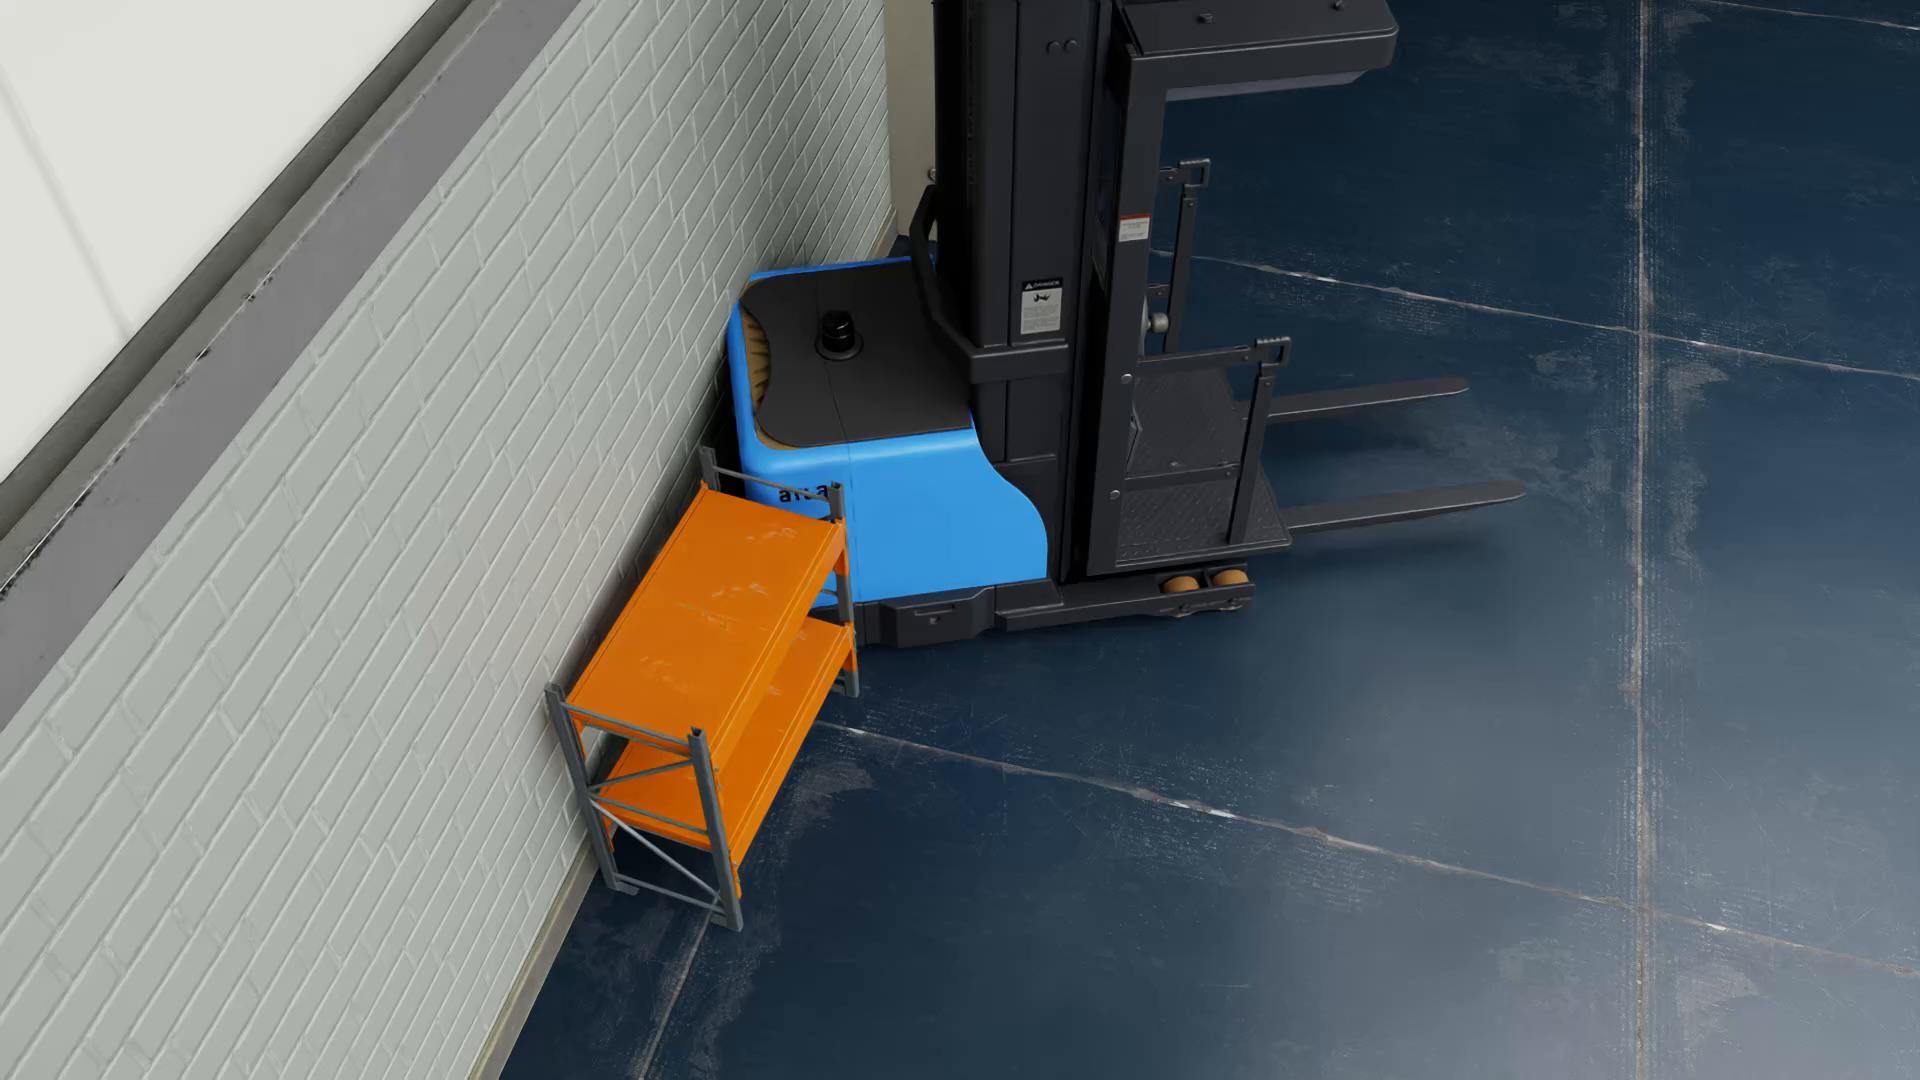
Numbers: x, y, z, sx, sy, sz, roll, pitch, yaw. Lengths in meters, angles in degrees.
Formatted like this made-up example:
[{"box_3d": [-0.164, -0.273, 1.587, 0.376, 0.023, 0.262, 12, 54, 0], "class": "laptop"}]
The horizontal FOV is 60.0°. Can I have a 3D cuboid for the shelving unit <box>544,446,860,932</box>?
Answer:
[{"box_3d": [-0.786, 0.497, 5.480, 0.538, 1.125, 1.048, 15, 50, 13], "class": "shelving unit"}]

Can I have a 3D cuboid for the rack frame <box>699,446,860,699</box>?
[{"box_3d": [-0.612, 0.139, 5.796, 0.500, 1.125, 0.032, 15, 50, 13], "class": "rack frame"}]

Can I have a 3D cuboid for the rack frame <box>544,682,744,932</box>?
[{"box_3d": [-0.960, 0.855, 5.164, 0.500, 1.125, 0.032, 15, 50, 13], "class": "rack frame"}]

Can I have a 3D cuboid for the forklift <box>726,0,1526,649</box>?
[{"box_3d": [0.679, -1.060, 5.650, 3.031, 2.935, 1.130, -7, 49, -6], "class": "forklift"}]

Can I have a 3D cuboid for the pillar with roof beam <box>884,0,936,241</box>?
[{"box_3d": [4.022, -3.713, 3.944, 9.100, 9.000, 0.400, 12, 50, 10], "class": "pillar with roof beam"}]

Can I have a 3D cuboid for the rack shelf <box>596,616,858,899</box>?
[{"box_3d": [-0.786, 0.659, 5.663, 0.538, 0.278, 1.000, 15, 50, 13], "class": "rack shelf"}]

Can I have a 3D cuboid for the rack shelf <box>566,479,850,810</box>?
[{"box_3d": [-0.786, 0.303, 5.260, 0.538, 0.278, 1.000, 15, 50, 13], "class": "rack shelf"}]
